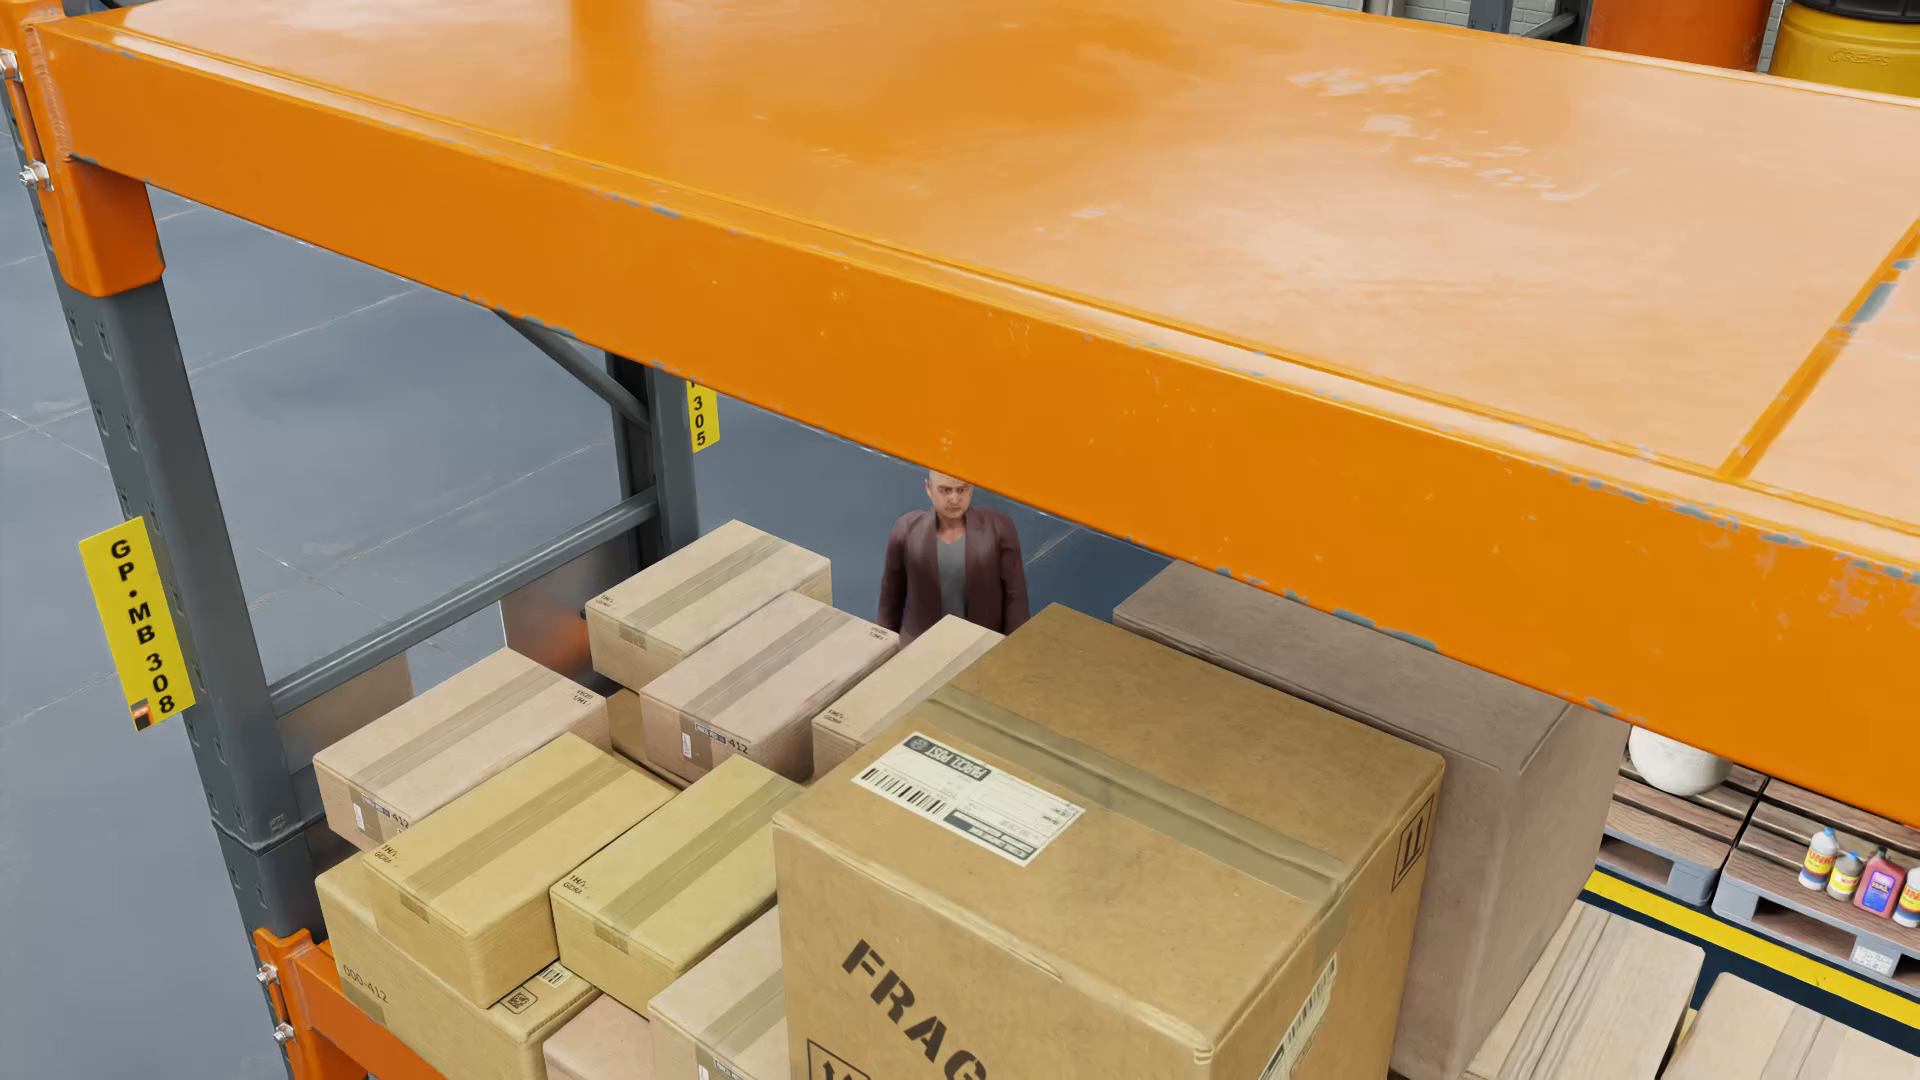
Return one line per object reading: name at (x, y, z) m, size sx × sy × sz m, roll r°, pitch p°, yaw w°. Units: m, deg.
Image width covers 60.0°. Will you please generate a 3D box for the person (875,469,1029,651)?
person at (-0.036, 0.425, 6.928) m, size 0.655 × 1.741 × 1.016 m, roll 0°, pitch 30°, yaw 0°
